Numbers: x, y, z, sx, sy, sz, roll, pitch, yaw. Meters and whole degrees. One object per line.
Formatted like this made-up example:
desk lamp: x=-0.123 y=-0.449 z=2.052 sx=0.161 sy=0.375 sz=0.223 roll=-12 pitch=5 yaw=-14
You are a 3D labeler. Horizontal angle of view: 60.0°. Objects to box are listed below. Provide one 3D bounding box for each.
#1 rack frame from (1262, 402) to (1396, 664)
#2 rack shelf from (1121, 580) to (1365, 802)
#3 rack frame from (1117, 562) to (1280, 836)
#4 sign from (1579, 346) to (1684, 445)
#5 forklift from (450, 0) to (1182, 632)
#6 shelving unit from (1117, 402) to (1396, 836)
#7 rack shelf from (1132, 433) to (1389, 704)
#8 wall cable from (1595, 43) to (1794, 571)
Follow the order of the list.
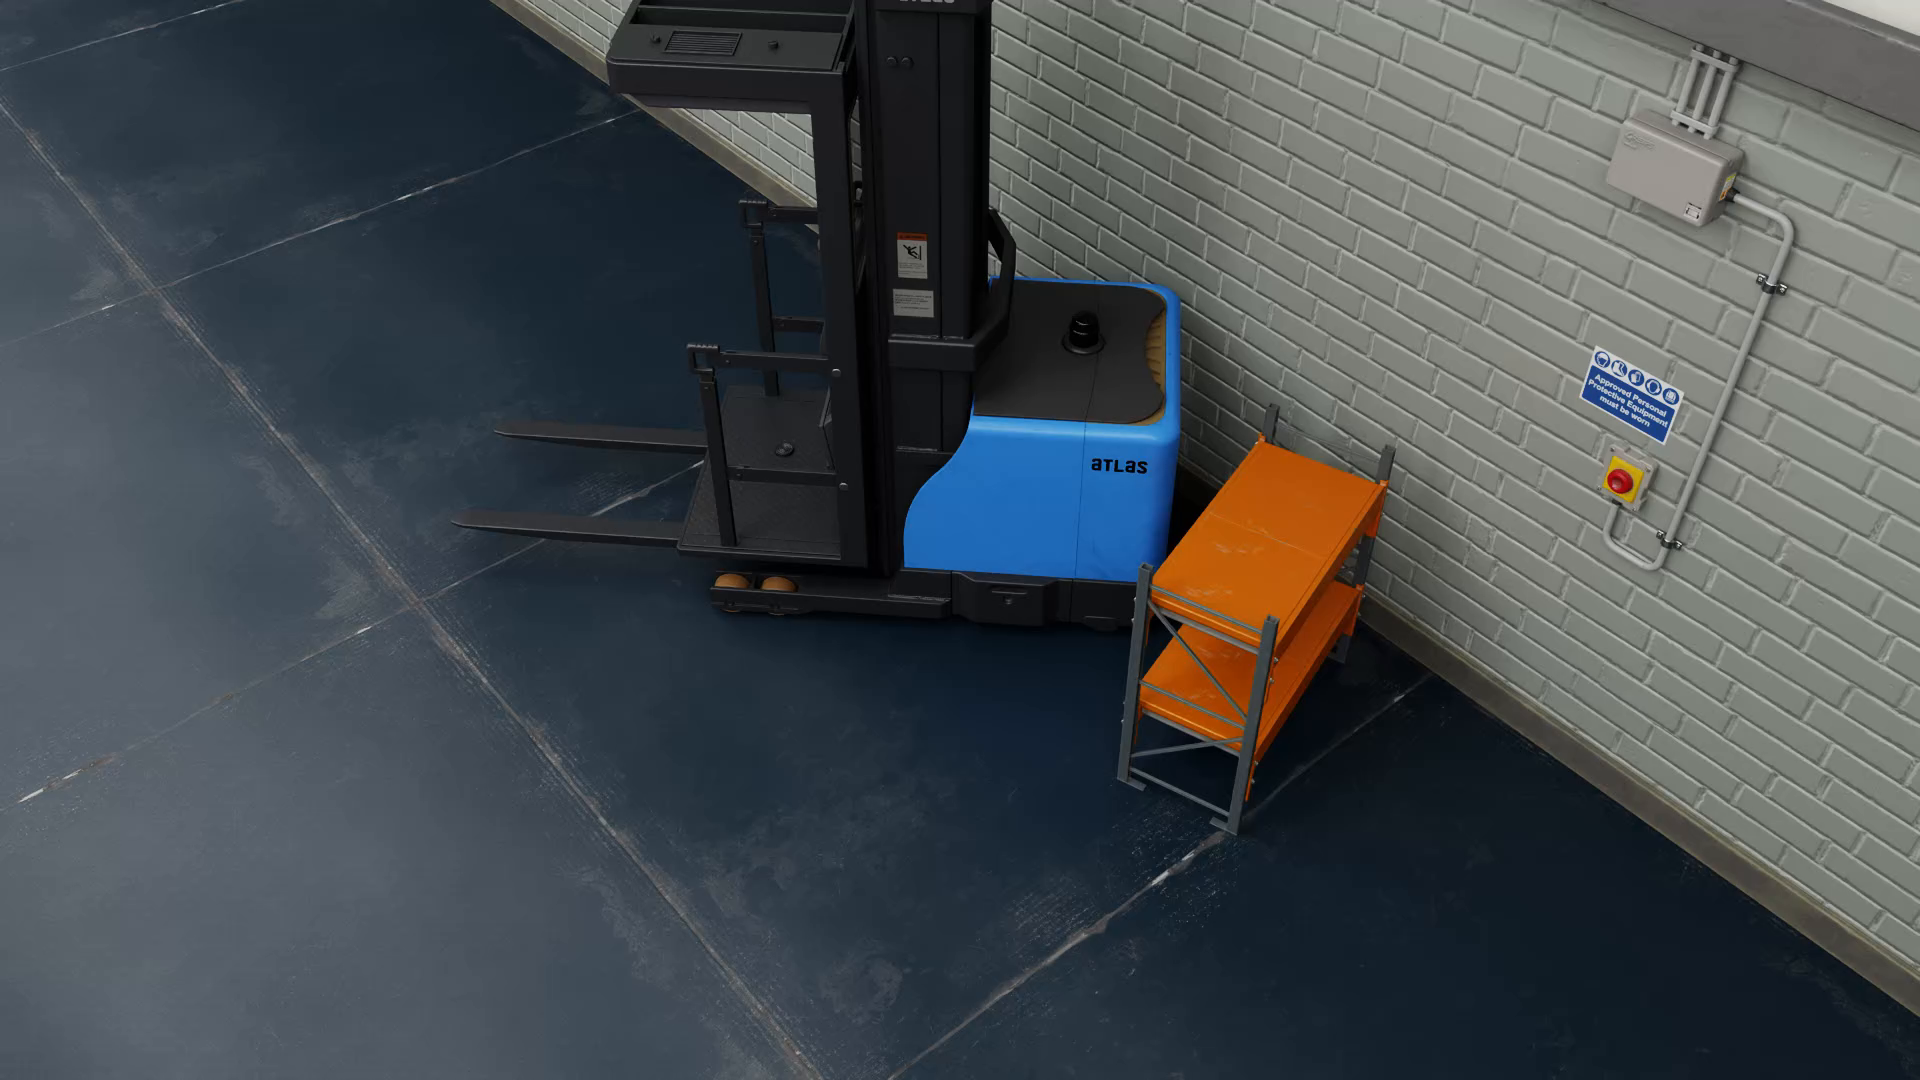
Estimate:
rack frame: x=1.360 y=-0.005 z=6.488 sx=0.500 sy=1.125 sz=0.032 roll=23 pitch=48 yaw=23
rack shelf: x=1.089 y=0.467 z=6.342 sx=0.538 sy=0.278 sz=1.000 roll=23 pitch=48 yaw=23
rack frame: x=0.817 y=0.583 z=5.861 sx=0.500 sy=1.125 sz=0.032 roll=23 pitch=48 yaw=23
sign: x=2.183 y=-0.472 z=5.418 sx=0.001 sy=0.218 sz=0.327 roll=-30 pitch=51 yaw=-28
forklift: x=-0.628 y=-1.110 z=6.344 sx=3.031 sy=2.935 sz=1.130 roll=4 pitch=43 yaw=4
shelving unit: x=1.089 y=0.289 z=6.174 sx=0.538 sy=1.125 sz=1.048 roll=23 pitch=48 yaw=23
rack shelf: x=1.089 y=0.076 z=5.974 sx=0.538 sy=0.278 sz=1.000 roll=23 pitch=48 yaw=23
wall cable: x=2.167 y=-0.703 z=5.096 sx=0.123 sy=1.953 sz=0.585 roll=-30 pitch=51 yaw=-28
